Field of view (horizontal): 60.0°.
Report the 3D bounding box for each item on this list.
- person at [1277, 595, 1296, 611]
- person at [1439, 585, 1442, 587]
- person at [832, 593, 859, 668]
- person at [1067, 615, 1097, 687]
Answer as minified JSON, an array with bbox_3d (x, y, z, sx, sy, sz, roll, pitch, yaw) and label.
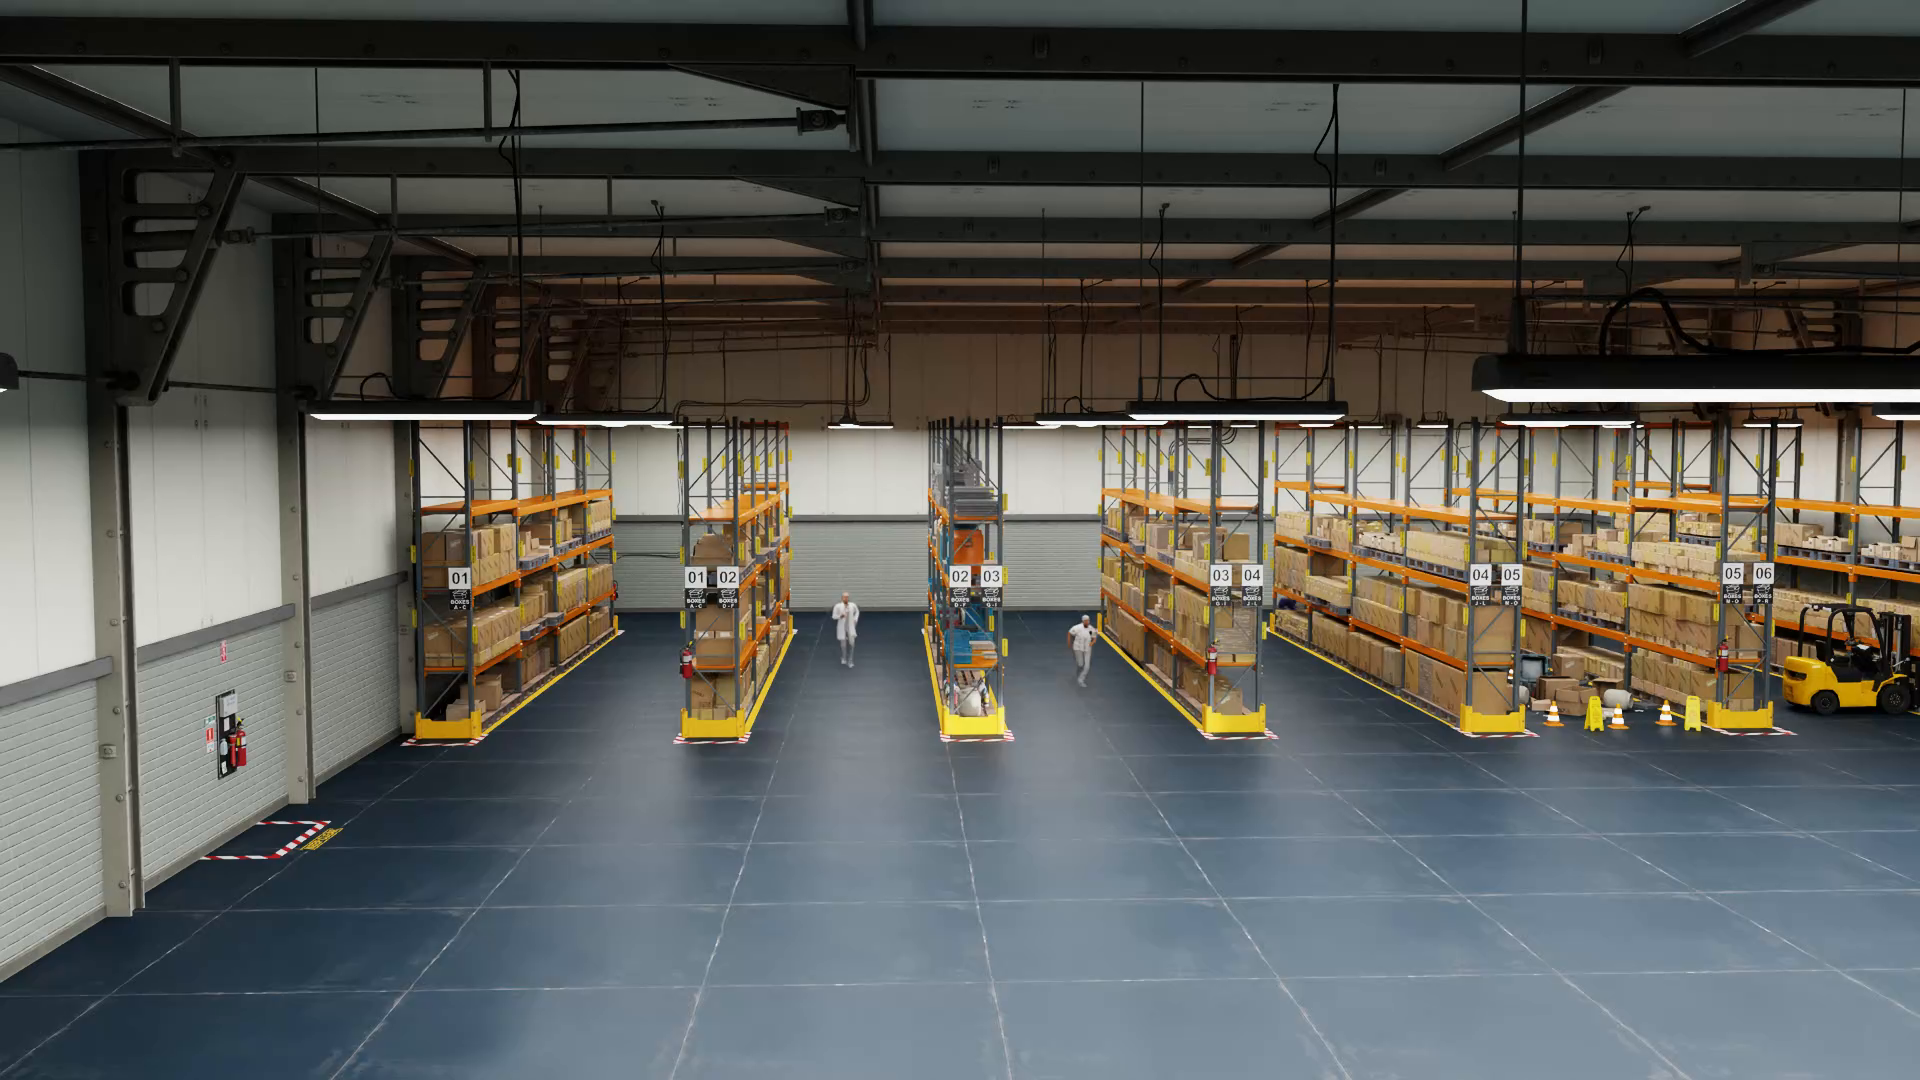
[{"bbox_3d":[9.701,1.735,49.124,0.666,1.645,0.689,2,4,30],"label":"person"},{"bbox_3d":[14.365,1.651,49.353,0.742,1.741,0.753,2,4,24],"label":"person"},{"bbox_3d":[-2.766,2.242,40.475,0.685,1.740,0.777,-1,4,-10],"label":"person"},{"bbox_3d":[2.769,2.496,37.342,0.645,1.620,0.576,-1,4,-10],"label":"person"}]
